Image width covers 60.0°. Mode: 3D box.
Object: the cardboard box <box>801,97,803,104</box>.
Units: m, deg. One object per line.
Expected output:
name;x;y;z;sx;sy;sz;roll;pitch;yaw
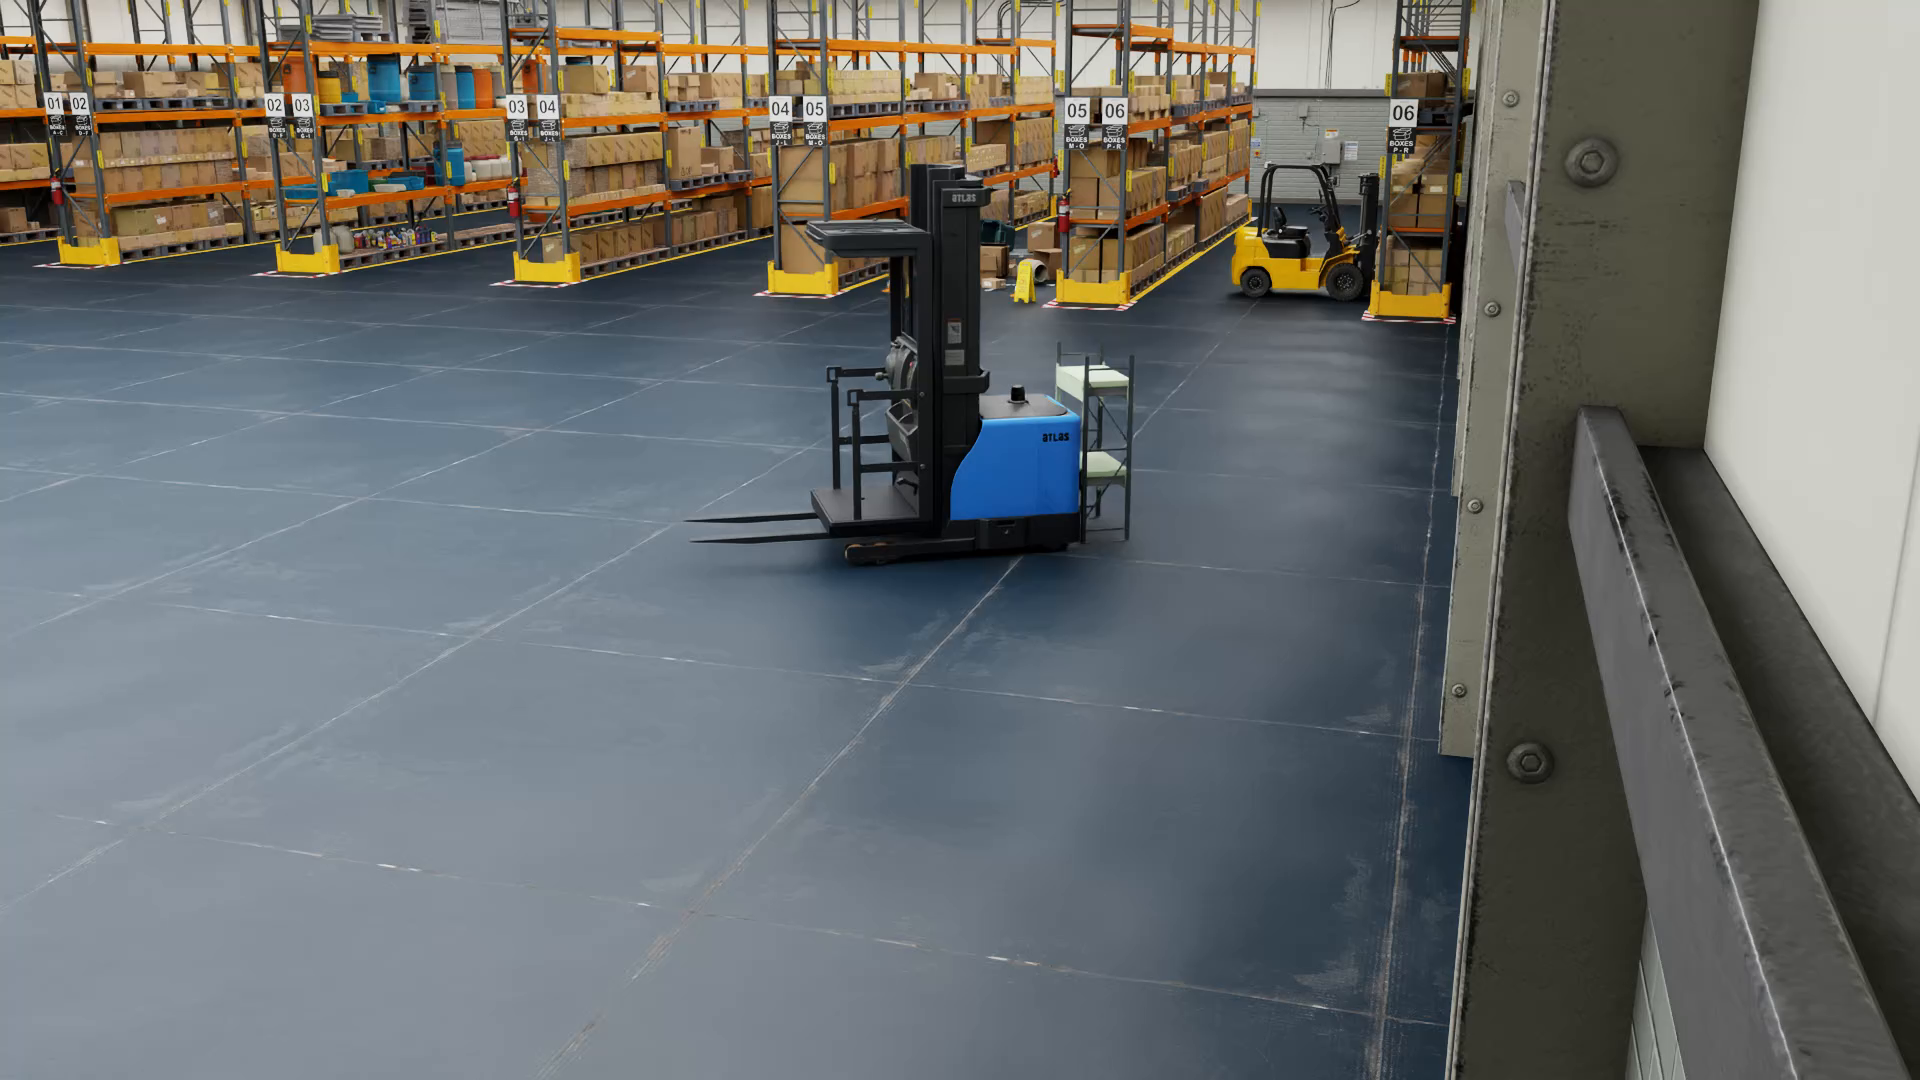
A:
cardboard box;-2.798;-7.393;27.908;0.380;0.149;0.250;5;17;16

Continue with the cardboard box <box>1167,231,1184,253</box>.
cardboard box;3.815;-5.776;32.244;0.950;0.372;0.625;5;17;18

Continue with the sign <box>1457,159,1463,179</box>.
sign;8.564;-6.359;28.519;0.100;0.325;0.005;5;16;16

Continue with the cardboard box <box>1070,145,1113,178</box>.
cardboard box;2.070;-6.107;26.803;0.700;0.500;0.500;4;16;15

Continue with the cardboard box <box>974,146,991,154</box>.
cardboard box;0.472;-8.688;37.062;0.380;0.149;0.250;4;16;13

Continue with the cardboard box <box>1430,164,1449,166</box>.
cardboard box;8.057;-6.210;27.811;0.380;0.149;0.250;4;16;15

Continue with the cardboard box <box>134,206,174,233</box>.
cardboard box;-16.228;-6.448;33.460;0.500;0.500;0.500;5;16;16

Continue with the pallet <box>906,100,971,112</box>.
pallet;-0.499;-8.914;34.110;1.213;0.211;1.003;5;17;18

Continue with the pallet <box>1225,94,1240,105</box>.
pallet;5.787;-10.037;37.886;1.003;0.211;1.213;5;16;16

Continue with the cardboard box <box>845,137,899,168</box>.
cardboard box;-1.641;-7.186;30.914;0.875;0.550;0.550;5;16;16

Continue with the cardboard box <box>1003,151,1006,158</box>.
cardboard box;0.846;-8.886;38.307;0.380;0.149;0.250;5;17;18

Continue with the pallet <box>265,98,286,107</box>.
pallet;-15.013;-9.790;37.197;1.003;0.211;1.213;5;17;18

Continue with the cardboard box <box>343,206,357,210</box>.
cardboard box;-14.503;-7.908;38.954;0.500;0.311;0.500;5;17;17

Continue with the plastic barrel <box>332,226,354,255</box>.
plastic barrel;-11.860;-5.751;31.899;0.421;0.512;0.421;0;16;0

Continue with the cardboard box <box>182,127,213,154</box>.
cardboard box;-15.990;-8.292;34.505;0.700;0.500;0.500;5;16;16

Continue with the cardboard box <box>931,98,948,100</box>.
cardboard box;-0.448;-9.395;35.275;0.500;0.500;0.500;5;16;16

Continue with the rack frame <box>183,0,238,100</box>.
rack frame;-15.727;-10.755;34.755;1.000;3.000;0.127;5;16;16

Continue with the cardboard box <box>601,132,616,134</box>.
cardboard box;-6.743;-7.543;31.864;0.500;0.500;0.500;5;16;16

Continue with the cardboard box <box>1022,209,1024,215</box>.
cardboard box;1.345;-7.964;40.366;0.380;0.149;0.250;4;16;13

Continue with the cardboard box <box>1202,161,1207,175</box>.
cardboard box;4.789;-7.659;34.194;0.500;0.250;0.500;5;16;15

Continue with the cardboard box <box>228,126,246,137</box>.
cardboard box;-18.535;-10.364;42.234;0.500;0.250;0.500;4;16;15

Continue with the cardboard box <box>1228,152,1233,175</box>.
cardboard box;5.929;-8.574;37.879;0.500;0.500;0.500;5;17;18

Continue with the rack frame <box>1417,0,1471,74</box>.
rack frame;10.305;-10.926;35.359;1.000;3.000;0.127;5;16;16

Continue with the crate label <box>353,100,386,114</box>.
crate label;-11.267;-8.273;31.773;0.502;0.251;0.408;5;16;16

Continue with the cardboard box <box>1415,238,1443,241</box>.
cardboard box;7.656;-4.766;27.073;0.500;0.250;0.500;4;16;15

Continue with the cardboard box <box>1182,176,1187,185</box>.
cardboard box;4.128;-6.871;31.747;0.380;0.149;0.250;5;17;18

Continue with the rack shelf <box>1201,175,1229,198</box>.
rack shelf;4.976;-7.554;35.785;1.077;0.370;4.000;5;16;16

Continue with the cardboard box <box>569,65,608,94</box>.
cardboard box;-6.686;-8.295;29.936;0.500;0.500;0.500;5;16;16

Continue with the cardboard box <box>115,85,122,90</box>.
cardboard box;-16.789;-8.784;32.553;0.500;0.250;0.500;5;16;16

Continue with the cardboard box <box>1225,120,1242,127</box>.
cardboard box;6.461;-9.864;39.405;0.380;0.149;0.250;5;17;17

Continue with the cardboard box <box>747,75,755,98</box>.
cardboard box;-4.989;-10.006;36.653;0.797;0.503;0.637;6;17;19

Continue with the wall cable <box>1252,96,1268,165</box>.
wall cable;8.261;-11.451;46.285;0.585;1.953;0.123;5;16;16

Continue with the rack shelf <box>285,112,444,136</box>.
rack shelf;-11.547;-8.057;32.060;1.077;0.370;4.000;5;16;16

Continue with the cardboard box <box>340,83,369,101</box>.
cardboard box;-14.499;-10.523;39.252;0.910;0.500;0.500;5;16;16

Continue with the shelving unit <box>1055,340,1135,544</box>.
shelving unit;1.069;-0.801;13.405;0.431;1.500;0.755;-4;16;-13

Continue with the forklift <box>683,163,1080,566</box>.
forklift;-0.630;-1.370;12.787;3.031;2.935;1.130;-4;16;-13

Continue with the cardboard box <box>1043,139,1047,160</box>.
cardboard box;1.874;-9.747;41.468;0.500;0.500;0.500;4;16;15

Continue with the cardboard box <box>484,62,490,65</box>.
cardboard box;-12.942;-12.458;44.240;0.700;0.500;0.500;5;16;16

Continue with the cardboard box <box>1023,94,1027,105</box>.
cardboard box;1.288;-10.385;39.222;0.500;0.250;0.500;4;16;15

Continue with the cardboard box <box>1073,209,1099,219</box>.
cardboard box;2.036;-5.278;26.900;0.380;0.149;0.250;5;17;18

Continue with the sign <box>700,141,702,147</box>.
sign;-7.037;-10.663;45.127;0.100;0.325;0.005;5;16;16

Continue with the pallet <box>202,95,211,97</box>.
pallet;-19.209;-10.823;40.839;1.213;0.211;1.003;5;17;18

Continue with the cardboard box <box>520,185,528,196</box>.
cardboard box;-12.235;-9.856;46.354;0.500;0.500;0.500;5;16;16

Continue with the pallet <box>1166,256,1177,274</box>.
pallet;3.491;-5.193;31.251;1.003;0.211;1.213;5;16;16

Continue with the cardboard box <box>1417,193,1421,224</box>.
cardboard box;7.428;-5.195;25.963;0.500;0.500;0.500;5;17;18

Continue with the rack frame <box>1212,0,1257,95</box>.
rack frame;6.681;-12.356;40.402;1.000;3.000;0.127;5;16;16

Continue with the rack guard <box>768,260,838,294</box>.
rack guard;-2.647;-4.433;28.042;1.175;0.500;0.348;5;16;16

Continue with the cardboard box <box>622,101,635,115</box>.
cardboard box;-6.408;-8.061;31.031;0.500;0.250;0.500;5;16;15

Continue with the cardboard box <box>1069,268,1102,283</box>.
cardboard box;2.113;-4.402;27.622;0.500;0.250;0.500;5;16;16

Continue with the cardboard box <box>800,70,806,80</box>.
cardboard box;-2.798;-7.777;27.801;0.380;0.149;0.250;5;17;16

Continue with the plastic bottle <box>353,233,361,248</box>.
plastic bottle;-11.916;-5.916;32.877;0.152;0.276;0.135;5;17;16
